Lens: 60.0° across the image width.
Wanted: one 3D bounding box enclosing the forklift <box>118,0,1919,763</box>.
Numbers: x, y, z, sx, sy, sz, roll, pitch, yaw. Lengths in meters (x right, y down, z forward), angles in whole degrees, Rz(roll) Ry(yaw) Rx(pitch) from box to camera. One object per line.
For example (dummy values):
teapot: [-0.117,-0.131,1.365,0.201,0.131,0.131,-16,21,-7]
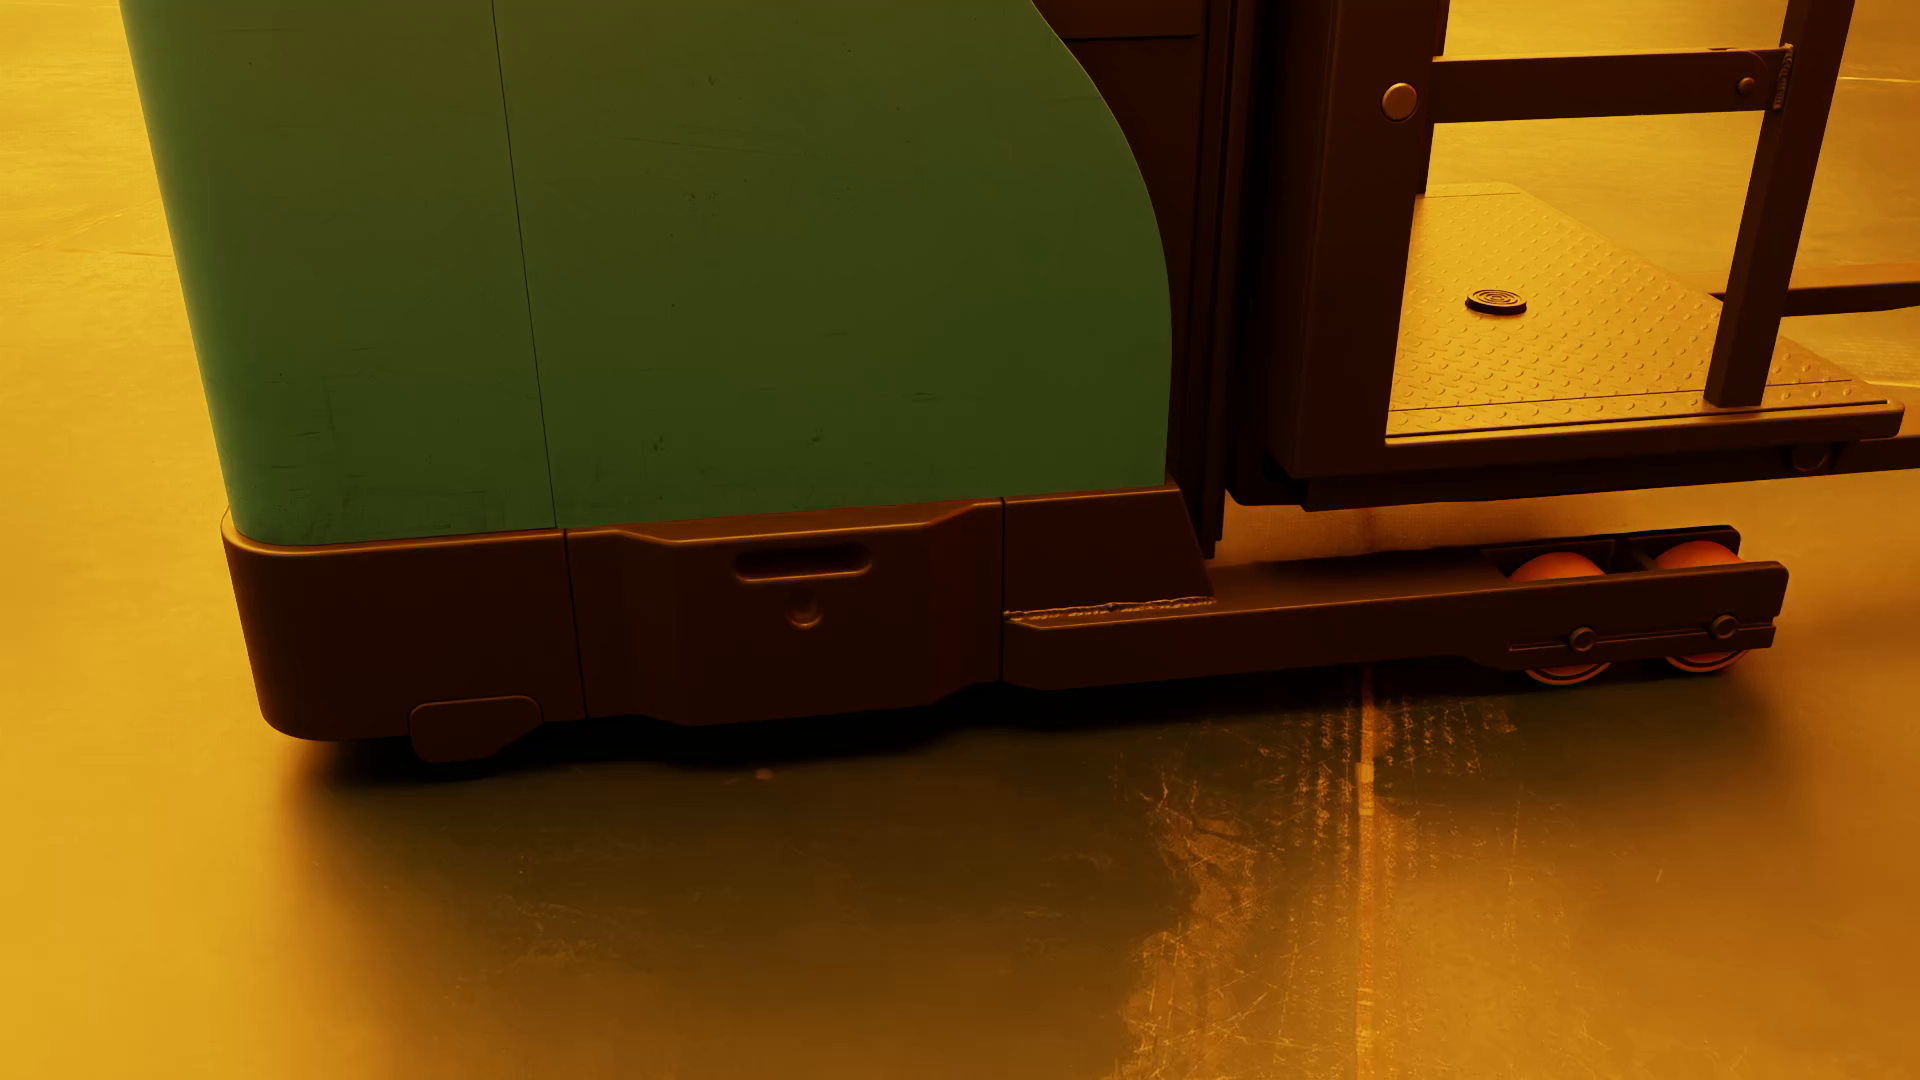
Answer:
forklift: [0.600,-1.354,1.930,3.031,2.935,1.130,-4,27,-9]
